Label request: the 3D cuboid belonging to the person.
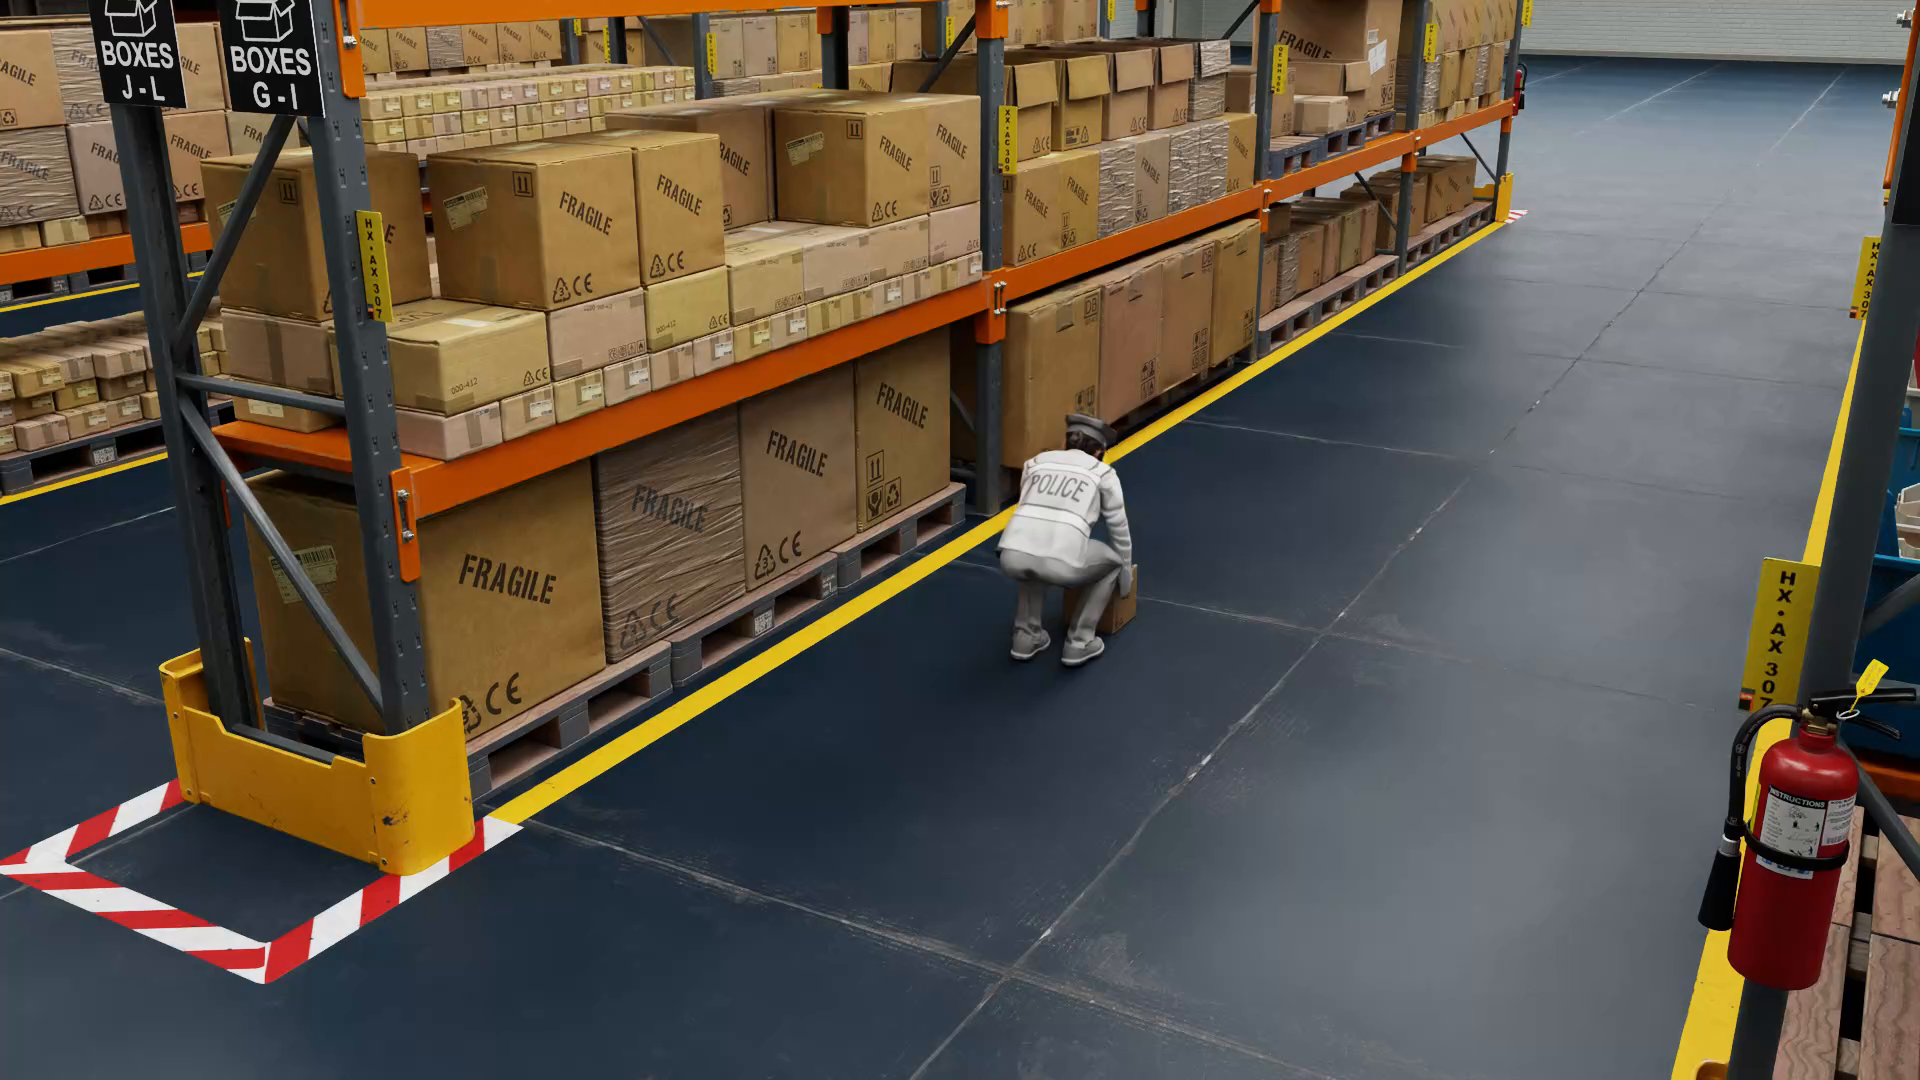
[{"bbox_3d":[0.437,-0.001,7.098,0.489,0.984,0.845,11,22,27],"label":"person"}]
